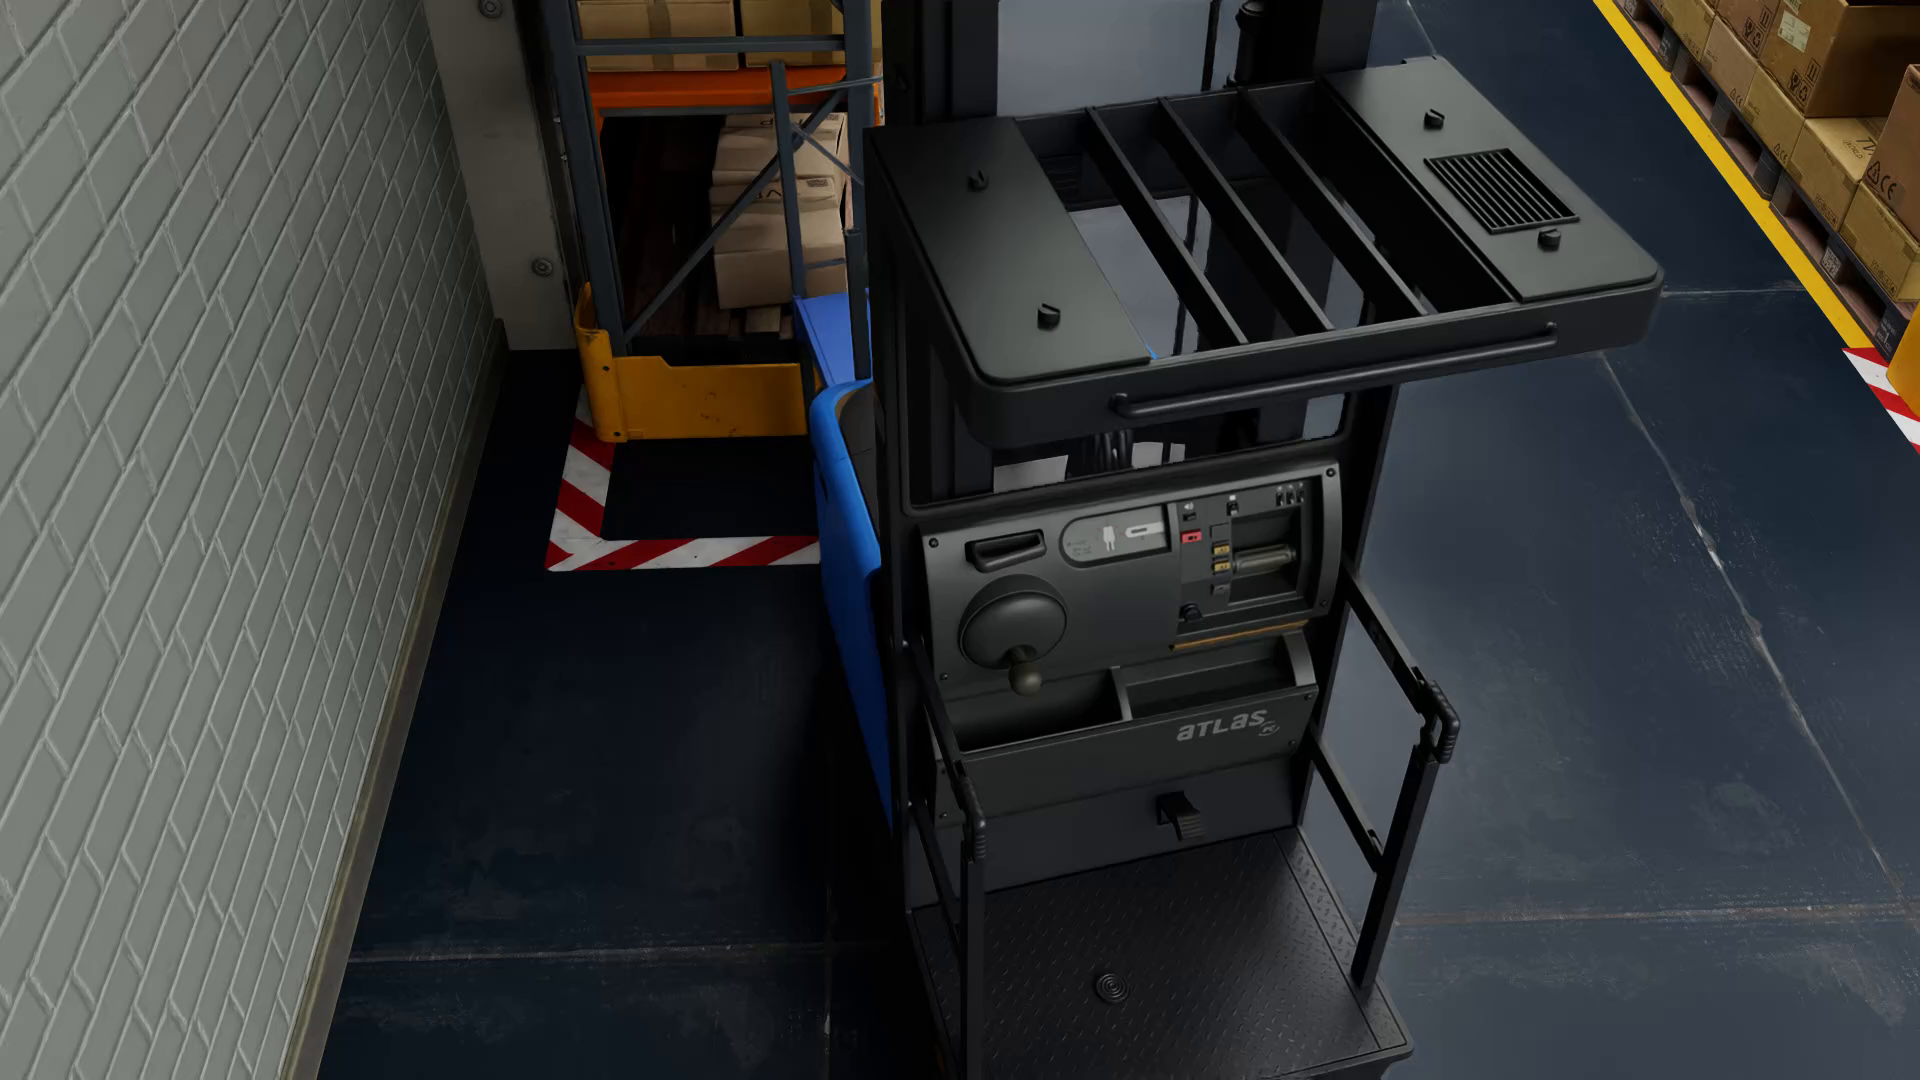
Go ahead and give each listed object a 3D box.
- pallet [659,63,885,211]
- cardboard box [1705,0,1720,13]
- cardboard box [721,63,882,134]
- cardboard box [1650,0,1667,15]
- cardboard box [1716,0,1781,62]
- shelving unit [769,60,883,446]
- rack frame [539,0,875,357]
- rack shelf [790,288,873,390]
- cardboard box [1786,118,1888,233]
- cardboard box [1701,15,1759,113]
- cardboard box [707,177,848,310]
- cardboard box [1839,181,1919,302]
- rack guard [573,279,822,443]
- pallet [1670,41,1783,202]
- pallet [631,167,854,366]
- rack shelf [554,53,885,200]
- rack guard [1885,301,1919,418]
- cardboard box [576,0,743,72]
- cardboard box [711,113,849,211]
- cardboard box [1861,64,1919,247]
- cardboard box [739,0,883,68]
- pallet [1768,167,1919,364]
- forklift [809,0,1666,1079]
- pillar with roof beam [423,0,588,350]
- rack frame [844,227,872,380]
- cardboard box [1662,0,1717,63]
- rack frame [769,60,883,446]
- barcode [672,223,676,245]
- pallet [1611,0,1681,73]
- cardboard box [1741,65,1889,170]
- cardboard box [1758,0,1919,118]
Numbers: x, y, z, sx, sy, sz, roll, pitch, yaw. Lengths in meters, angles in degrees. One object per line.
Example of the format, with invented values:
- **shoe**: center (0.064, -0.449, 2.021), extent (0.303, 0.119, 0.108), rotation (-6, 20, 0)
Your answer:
- **pallet**: center (-0.828, -1.940, 7.710), extent (1.003, 0.211, 1.213), rotation (-2, 43, -2)
- **cardboard box**: center (3.752, -2.811, 7.766), extent (0.500, 0.500, 0.500), rotation (-2, 43, -2)
- **cardboard box**: center (-0.721, -2.138, 7.387), extent (0.700, 0.500, 0.500), rotation (-4, 43, -4)
- **cardboard box**: center (3.736, -2.873, 8.388), extent (0.500, 0.250, 0.500), rotation (-2, 43, -2)
- **cardboard box**: center (3.776, -2.474, 7.398), extent (0.500, 0.500, 0.500), rotation (-2, 43, -2)
- **shelving unit**: center (-0.190, -0.632, 5.303), extent (0.538, 1.500, 1.048), rotation (-12, 43, -11)
- **rack frame**: center (-0.776, -1.546, 5.216), extent (1.000, 3.000, 0.127), rotation (-2, 43, -2)
- **rack shelf**: center (-0.187, -0.500, 5.424), extent (0.538, 0.185, 1.000), rotation (-12, 43, -11)
- **cardboard box**: center (3.822, -1.522, 6.915), extent (0.500, 0.250, 0.500), rotation (-2, 43, -2)
- **cardboard box**: center (3.779, -2.197, 7.652), extent (0.500, 0.250, 0.500), rotation (-2, 43, -2)
- **cardboard box**: center (-0.716, -1.186, 6.489), extent (0.500, 0.311, 0.500), rotation (-6, 43, -7)
- **cardboard box**: center (3.855, -1.185, 6.547), extent (0.500, 0.250, 0.500), rotation (-2, 43, -2)
- **rack guard**: center (-0.780, -0.676, 6.117), extent (1.175, 0.500, 0.348), rotation (-2, 43, -2)
- **pallet**: center (4.050, -1.999, 7.775), extent (1.003, 0.211, 1.213), rotation (-2, 43, -2)
- **pallet**: center (-0.779, -1.119, 6.814), extent (1.003, 0.211, 1.213), rotation (-2, 43, -2)
- **rack shelf**: center (-0.861, -2.631, 6.933), extent (1.077, 0.370, 4.000), rotation (-2, 43, -2)
- **rack guard**: center (4.174, -0.753, 6.201), extent (1.175, 0.500, 0.348), rotation (-2, 43, -2)
- **cardboard box**: center (-0.990, -1.808, 5.599), extent (0.500, 0.250, 0.500), rotation (-1, 43, -1)
- **cardboard box**: center (-0.740, -1.571, 6.909), extent (0.500, 0.311, 0.500), rotation (2, 43, 2)
- **cardboard box**: center (3.853, -1.462, 6.294), extent (0.500, 0.500, 0.500), rotation (-2, 43, -2)
- **cardboard box**: center (-0.480, -1.836, 5.630), extent (0.500, 0.250, 0.500), rotation (-3, 43, -3)
- **pallet**: center (4.098, -1.178, 6.878), extent (1.003, 0.211, 1.213), rotation (-2, 43, -2)
- **forklift**: center (0.434, 0.162, 3.404), extent (1.130, 2.935, 3.031), rotation (-10, 43, -11)
- **pillar with roof beam**: center (2.631, -4.329, 3.813), extent (9.100, 9.000, 0.400), rotation (-2, 43, -2)
- **rack frame**: center (-0.050, -0.305, 4.940), extent (0.500, 1.500, 0.032), rotation (-12, 43, -11)
- **cardboard box**: center (3.752, -2.535, 8.020), extent (0.500, 0.250, 0.500), rotation (-2, 43, -2)
- **rack frame**: center (-0.330, -0.960, 5.665), extent (0.500, 1.500, 0.032), rotation (-12, 43, -11)
- **barcode**: center (-1.116, -1.191, 6.486), extent (0.001, 0.075, 0.075), rotation (-2, 43, -2)
- **pallet**: center (3.995, -2.825, 8.675), extent (1.003, 0.211, 1.213), rotation (-2, 43, -2)
- **cardboard box**: center (3.798, -1.860, 7.283), extent (0.500, 0.250, 0.500), rotation (-2, 43, -2)
- **cardboard box**: center (3.796, -2.136, 7.030), extent (0.500, 0.500, 0.500), rotation (-2, 43, -2)
